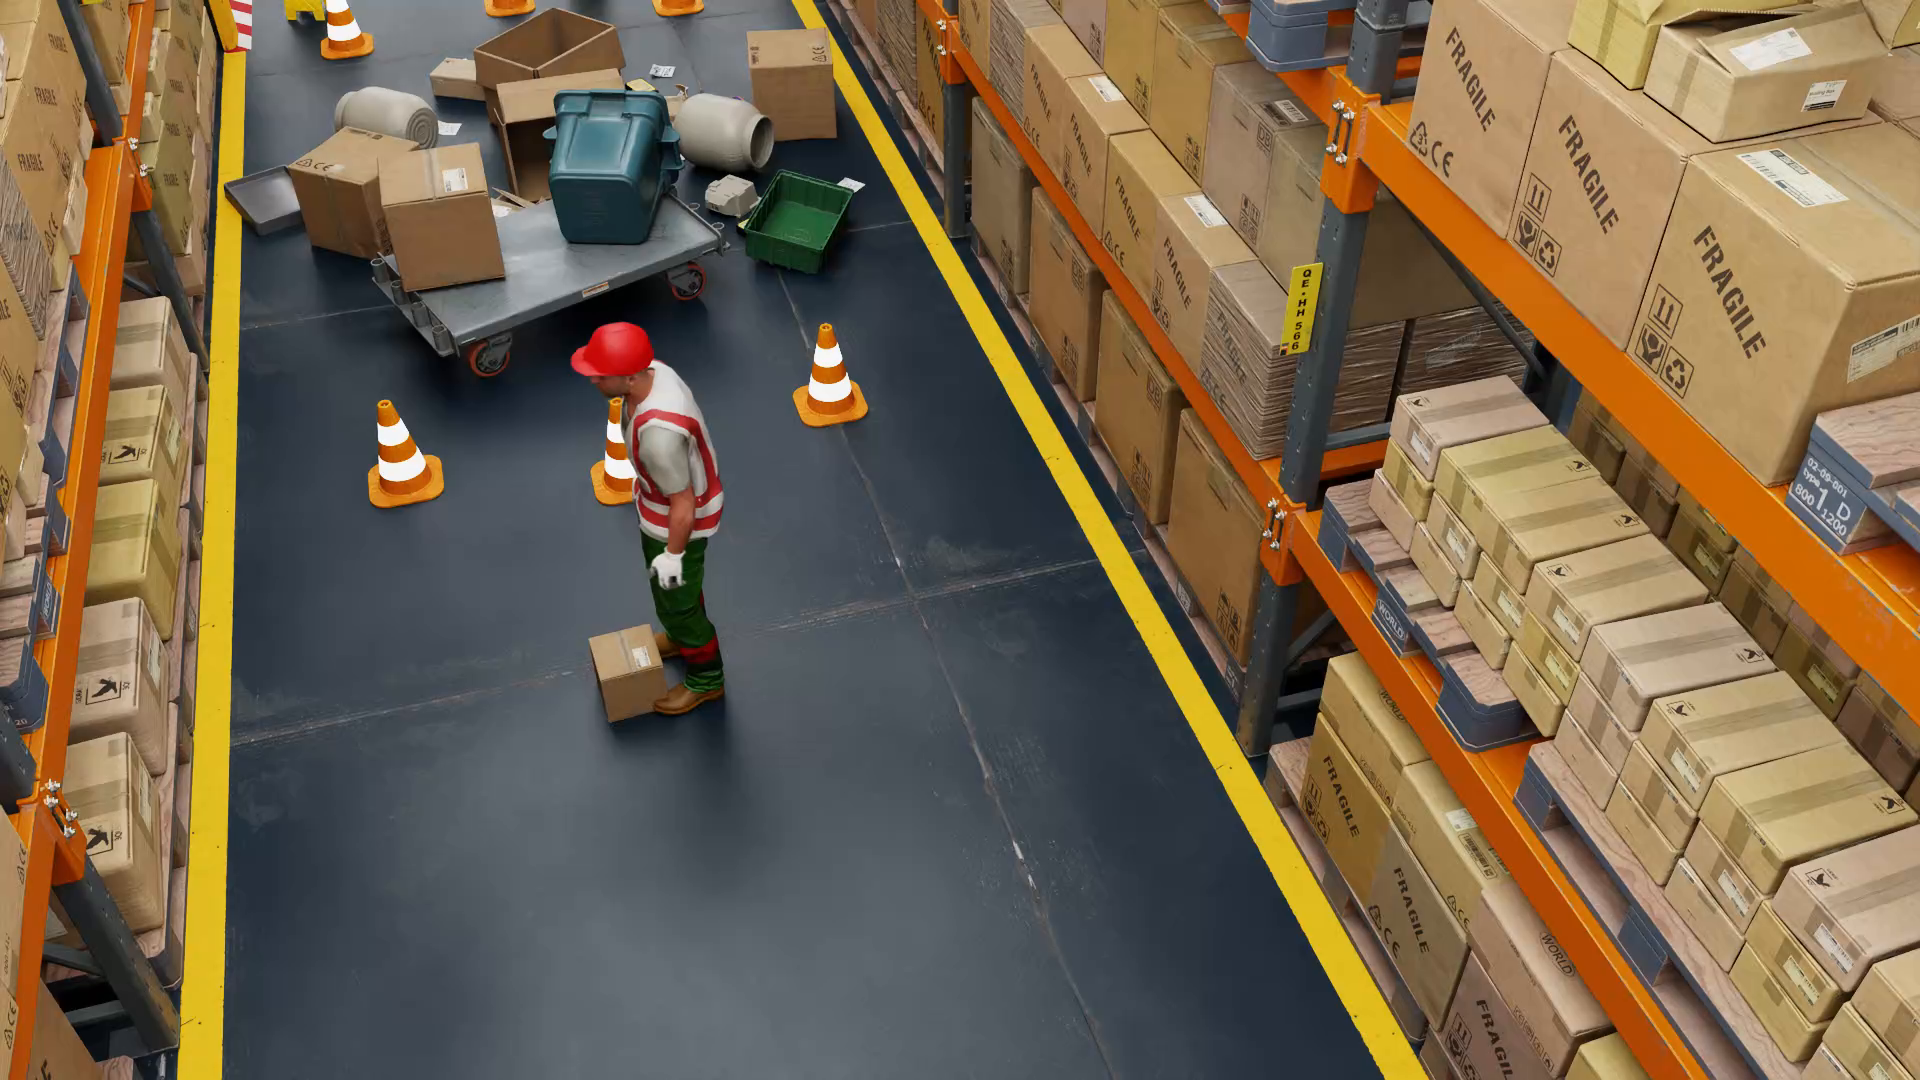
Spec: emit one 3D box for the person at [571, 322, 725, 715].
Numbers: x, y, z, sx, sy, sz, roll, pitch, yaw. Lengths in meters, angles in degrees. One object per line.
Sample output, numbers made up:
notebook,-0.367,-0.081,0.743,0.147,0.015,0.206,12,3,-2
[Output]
person,-1.118,-0.090,6.249,0.452,1.778,0.607,-12,43,-13
